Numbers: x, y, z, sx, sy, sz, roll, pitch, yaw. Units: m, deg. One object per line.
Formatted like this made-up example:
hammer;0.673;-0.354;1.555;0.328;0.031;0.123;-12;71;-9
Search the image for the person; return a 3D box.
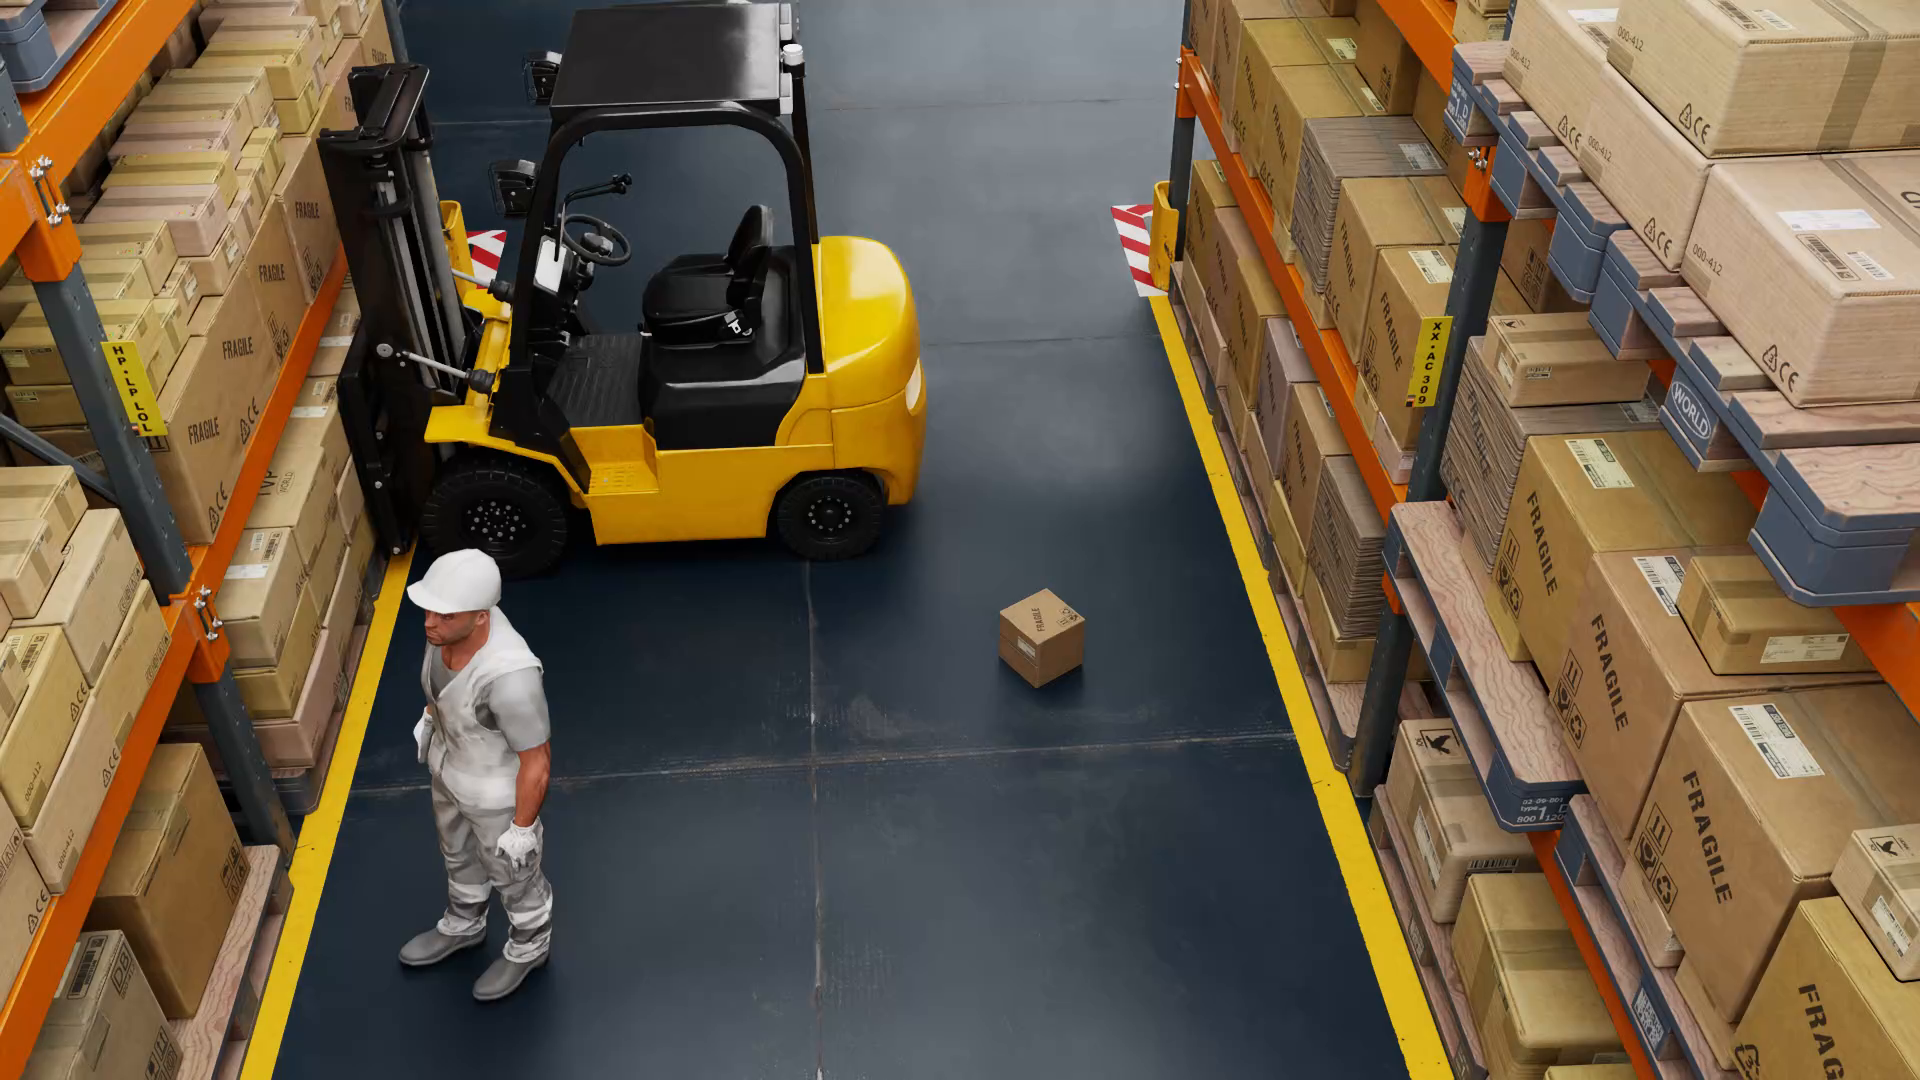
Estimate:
person;-1.543;0.771;5.159;0.566;1.787;0.637;-29;47;-31
